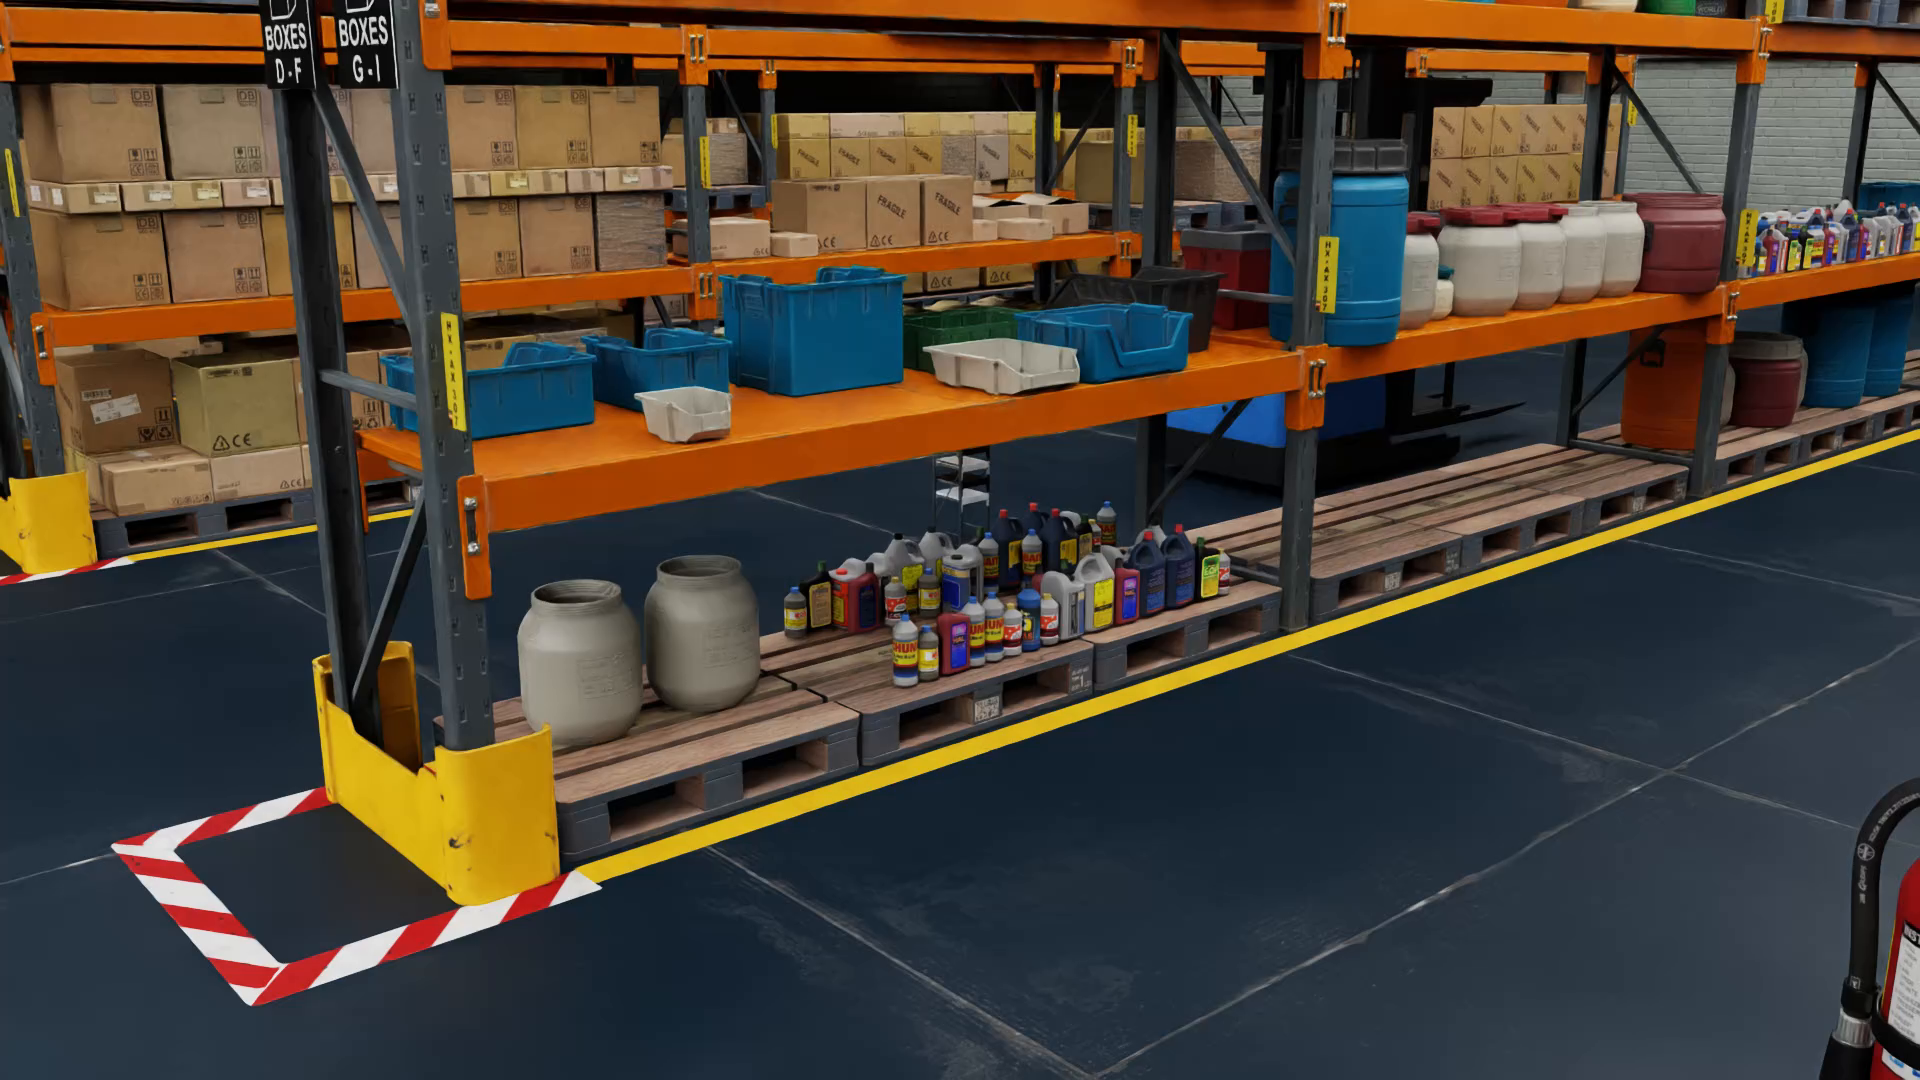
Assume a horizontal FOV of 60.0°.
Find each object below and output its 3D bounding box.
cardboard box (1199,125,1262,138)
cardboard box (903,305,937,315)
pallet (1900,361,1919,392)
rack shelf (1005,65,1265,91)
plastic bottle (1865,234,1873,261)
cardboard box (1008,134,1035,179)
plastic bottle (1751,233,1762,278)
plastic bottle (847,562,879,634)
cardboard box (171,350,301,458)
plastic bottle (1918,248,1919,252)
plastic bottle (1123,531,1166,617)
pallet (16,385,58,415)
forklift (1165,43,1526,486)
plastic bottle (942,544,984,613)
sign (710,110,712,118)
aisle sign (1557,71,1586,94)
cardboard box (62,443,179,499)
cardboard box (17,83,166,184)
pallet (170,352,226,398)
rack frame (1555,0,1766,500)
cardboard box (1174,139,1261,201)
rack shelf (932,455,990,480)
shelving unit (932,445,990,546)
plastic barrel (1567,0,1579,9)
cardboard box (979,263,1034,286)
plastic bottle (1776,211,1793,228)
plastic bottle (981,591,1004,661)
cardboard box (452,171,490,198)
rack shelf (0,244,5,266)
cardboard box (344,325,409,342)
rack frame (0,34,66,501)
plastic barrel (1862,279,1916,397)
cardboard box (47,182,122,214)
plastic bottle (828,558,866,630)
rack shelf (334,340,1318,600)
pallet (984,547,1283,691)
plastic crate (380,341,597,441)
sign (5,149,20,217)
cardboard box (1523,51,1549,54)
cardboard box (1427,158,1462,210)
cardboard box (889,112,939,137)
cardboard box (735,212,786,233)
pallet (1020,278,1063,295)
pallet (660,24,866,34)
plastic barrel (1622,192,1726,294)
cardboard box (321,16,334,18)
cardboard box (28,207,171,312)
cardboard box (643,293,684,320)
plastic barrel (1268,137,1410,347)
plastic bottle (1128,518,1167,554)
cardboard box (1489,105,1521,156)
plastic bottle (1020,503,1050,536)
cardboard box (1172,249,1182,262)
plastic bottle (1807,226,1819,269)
[{"bbox_3d":[3.409,-5.142,22.107,0.700,0.700,0.980,-12,19,-37],"label":"cardboard box"},{"bbox_3d":[-0.359,-1.704,13.244,0.500,0.311,0.500,-13,20,-41],"label":"cardboard box"},{"bbox_3d":[7.802,-1.264,13.574,1.213,0.211,1.003,-13,19,-39],"label":"pallet"},{"bbox_3d":[2.278,-5.848,20.914,4.000,0.370,1.077,-13,19,-39],"label":"rack shelf"},{"bbox_3d":[6.185,-2.019,11.382,0.097,0.201,0.097,0,15,0],"label":"plastic bottle"},{"bbox_3d":[0.586,-4.482,19.410,0.500,0.500,0.500,-13,20,-40],"label":"cardboard box"},{"bbox_3d":[4.899,-1.764,10.292,0.097,0.271,0.097,0,15,0],"label":"plastic bottle"},{"bbox_3d":[-0.404,0.240,6.950,0.133,0.283,0.061,-13,19,-39],"label":"plastic bottle"},{"bbox_3d":[-4.102,-0.781,9.422,0.500,0.500,0.500,-13,19,-39],"label":"cardboard box"},{"bbox_3d":[6.912,-2.228,12.018,0.135,0.276,0.152,-13,19,-39],"label":"plastic bottle"},{"bbox_3d":[0.796,0.141,7.191,0.185,0.351,0.144,-14,20,-42],"label":"plastic bottle"},{"bbox_3d":[-7.590,-1.172,13.227,1.213,0.211,1.003,-13,19,-39],"label":"pallet"},{"bbox_3d":[2.768,-2.022,11.141,3.031,2.935,1.130,-12,19,-39],"label":"forklift"},{"bbox_3d":[0.009,0.164,7.250,0.135,0.276,0.152,-13,19,-39],"label":"plastic bottle"},{"bbox_3d":[-2.615,-4.397,17.656,0.005,0.325,0.100,-13,19,-39],"label":"sign"},{"bbox_3d":[6.900,-5.447,18.791,0.004,0.787,0.394,-13,19,-39],"label":"aisle sign"},{"bbox_3d":[-4.818,-0.434,9.578,0.500,0.250,0.500,-13,19,-39],"label":"cardboard box"},{"bbox_3d":[-4.628,-2.172,8.862,0.500,0.500,0.700,-13,19,-39],"label":"cardboard box"},{"bbox_3d":[-6.670,-1.377,13.997,1.213,0.211,1.003,-13,19,-39],"label":"pallet"},{"bbox_3d":[4.255,-1.802,10.183,0.127,3.000,1.000,-13,19,-39],"label":"rack frame"},{"bbox_3d":[2.223,-3.264,14.651,0.500,0.500,0.700,-9,17,-29],"label":"cardboard box"},{"bbox_3d":[0.006,-0.404,9.148,0.200,0.077,0.258,-13,19,-39],"label":"rack shelf"},{"bbox_3d":[0.006,-0.436,9.139,0.210,0.900,0.258,-13,19,-39],"label":"shelving unit"},{"bbox_3d":[3.493,-3.396,9.368,0.600,0.901,0.600,0,15,0],"label":"plastic barrel"},{"bbox_3d":[0.364,-3.437,19.656,0.750,0.750,0.750,-12,19,-39],"label":"cardboard box"},{"bbox_3d":[5.975,-2.258,12.132,0.135,0.276,0.152,-13,19,-39],"label":"plastic bottle"},{"bbox_3d":[0.126,0.338,6.608,0.097,0.271,0.097,0,15,0],"label":"plastic bottle"},{"bbox_3d":[-3.035,-2.148,10.029,0.250,0.149,0.380,-12,19,-38],"label":"cardboard box"},{"bbox_3d":[-6.775,-2.366,13.691,4.000,0.370,1.077,-13,19,-39],"label":"rack shelf"},{"bbox_3d":[-3.697,-1.054,10.443,0.500,0.500,0.500,-13,19,-39],"label":"cardboard box"},{"bbox_3d":[-5.029,-1.411,8.722,0.127,3.000,1.000,-13,19,-39],"label":"rack frame"},{"bbox_3d":[6.851,-1.580,12.604,0.708,0.901,0.600,-13,19,-39],"label":"plastic barrel"},{"bbox_3d":[-4.591,-1.798,8.717,0.250,0.149,0.380,-13,20,-40],"label":"cardboard box"},{"bbox_3d":[-0.474,0.223,7.028,0.135,0.276,0.152,-12,19,-39],"label":"plastic bottle"},{"bbox_3d":[-0.271,-0.438,6.470,4.000,0.370,1.077,-13,19,-39],"label":"rack shelf"},{"bbox_3d":[0.704,0.329,7.610,1.213,0.211,1.003,-13,19,-39],"label":"pallet"},{"bbox_3d":[-1.599,-0.518,5.664,0.616,0.251,0.499,-13,19,-39],"label":"plastic crate"},{"bbox_3d":[-4.669,-1.759,8.191,0.005,0.325,0.100,-13,19,-39],"label":"sign"},{"bbox_3d":[5.686,-5.109,17.042,0.500,0.250,0.500,-13,19,-39],"label":"cardboard box"},{"bbox_3d":[4.587,-3.526,16.444,0.500,0.500,0.500,-12,19,-38],"label":"cardboard box"},{"bbox_3d":[-0.576,-4.585,18.342,0.500,0.250,0.500,-13,20,-40],"label":"cardboard box"},{"bbox_3d":[-1.468,-2.209,11.967,0.258,0.266,0.396,-13,20,-41],"label":"cardboard box"},{"bbox_3d":[1.394,-3.174,20.725,1.213,0.211,1.003,-13,19,-39],"label":"pallet"},{"bbox_3d":[-1.354,-3.598,11.465,1.217,0.209,0.805,-14,20,-42],"label":"pallet"},{"bbox_3d":[4.104,-1.730,9.650,0.708,0.536,0.600,-13,19,-39],"label":"plastic barrel"},{"bbox_3d":[-5.486,-4.426,13.962,0.500,0.500,0.500,-12,19,-38],"label":"cardboard box"},{"bbox_3d":[-4.668,-1.536,8.995,0.500,0.500,0.700,-13,19,-39],"label":"cardboard box"},{"bbox_3d":[-3.222,-2.539,16.932,0.500,0.500,0.700,-13,20,-39],"label":"cardboard box"},{"bbox_3d":[1.728,-1.373,7.605,0.708,0.901,0.600,-13,19,-39],"label":"plastic barrel"},{"bbox_3d":[0.846,0.080,7.418,0.185,0.351,0.144,-13,19,-39],"label":"plastic bottle"},{"bbox_3d":[5.341,-4.175,16.937,0.500,0.500,0.500,-13,20,-41],"label":"cardboard box"},{"bbox_3d":[0.356,-0.001,7.721,0.185,0.351,0.144,-12,19,-38],"label":"plastic bottle"},{"bbox_3d":[2.568,-3.773,21.592,0.500,0.500,0.700,-13,20,-41],"label":"cardboard box"},{"bbox_3d":[5.523,-1.904,10.816,0.097,0.271,0.097,0,15,0],"label":"plastic bottle"}]
